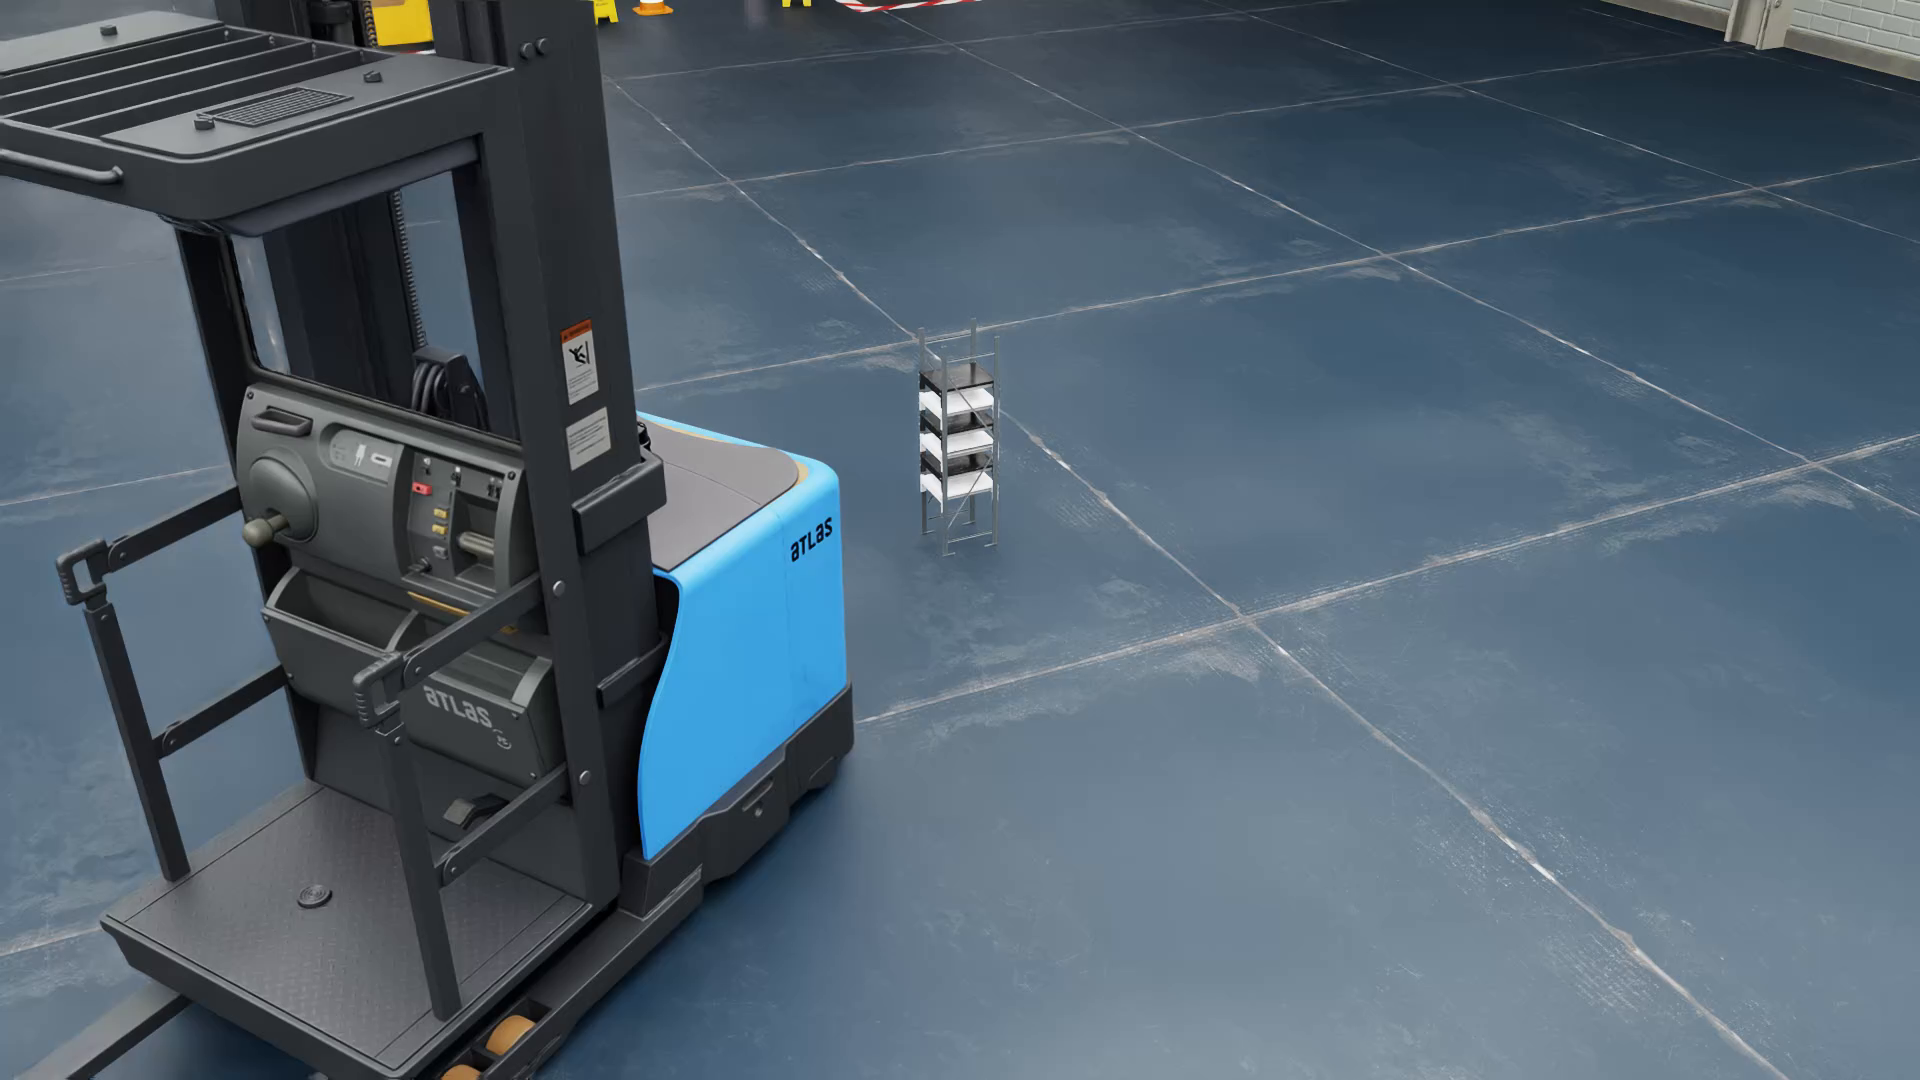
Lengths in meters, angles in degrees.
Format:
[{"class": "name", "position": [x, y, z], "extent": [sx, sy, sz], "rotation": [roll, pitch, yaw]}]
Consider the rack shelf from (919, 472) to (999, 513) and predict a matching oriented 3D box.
[{"class": "rack shelf", "position": [-0.003, -0.210, 6.641], "extent": [0.258, 0.077, 0.200], "rotation": [-13, 32, -22]}]

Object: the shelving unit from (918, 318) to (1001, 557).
[{"class": "shelving unit", "position": [-0.003, -0.396, 6.536], "extent": [0.258, 0.900, 0.210], "rotation": [-13, 32, -22]}]

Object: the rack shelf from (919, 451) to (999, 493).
[{"class": "rack shelf", "position": [-0.003, -0.289, 6.597], "extent": [0.258, 0.077, 0.200], "rotation": [-13, 32, -22]}]

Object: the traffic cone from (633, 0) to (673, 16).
[{"class": "traffic cone", "position": [-2.879, -5.162, 15.483], "extent": [0.336, 0.463, 0.334], "rotation": [-13, 32, -22]}]

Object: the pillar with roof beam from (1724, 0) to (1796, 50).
[{"class": "pillar with roof beam", "position": [3.012, -7.336, 10.632], "extent": [9.100, 9.000, 0.400], "rotation": [-13, 32, -22]}]

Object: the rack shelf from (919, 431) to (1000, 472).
[{"class": "rack shelf", "position": [-0.003, -0.367, 6.553], "extent": [0.258, 0.077, 0.200], "rotation": [-13, 32, -22]}]

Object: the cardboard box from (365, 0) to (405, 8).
[{"class": "cardboard box", "position": [-5.451, -5.191, 14.683], "extent": [0.875, 0.875, 0.875], "rotation": [-13, 32, -22]}]

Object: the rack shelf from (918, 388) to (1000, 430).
[{"class": "rack shelf", "position": [-0.003, -0.524, 6.465], "extent": [0.258, 0.077, 0.200], "rotation": [-13, 32, -22]}]

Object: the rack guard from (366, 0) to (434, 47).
[{"class": "rack guard", "position": [-5.090, -4.548, 14.349], "extent": [1.175, 0.500, 0.348], "rotation": [-13, 32, -22]}]

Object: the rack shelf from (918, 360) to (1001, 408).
[{"class": "rack shelf", "position": [-0.003, -0.603, 6.421], "extent": [0.258, 0.077, 0.200], "rotation": [-13, 32, -22]}]

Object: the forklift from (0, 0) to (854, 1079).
[{"class": "forklift", "position": [-1.522, -0.063, 3.866], "extent": [1.130, 2.935, 3.031], "rotation": [16, 33, 26]}]

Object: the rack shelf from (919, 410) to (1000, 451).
[{"class": "rack shelf", "position": [-0.003, -0.446, 6.509], "extent": [0.258, 0.077, 0.200], "rotation": [-13, 32, -22]}]

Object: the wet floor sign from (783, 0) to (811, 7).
[{"class": "wet floor sign", "position": [-1.557, -5.397, 15.715], "extent": [0.267, 0.644, 0.232], "rotation": [-3, 29, -5]}]

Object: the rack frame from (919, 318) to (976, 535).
[{"class": "rack frame", "position": [-0.047, -0.441, 6.616], "extent": [0.240, 0.900, 0.006], "rotation": [-13, 32, -22]}]

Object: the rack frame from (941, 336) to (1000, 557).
[{"class": "rack frame", "position": [0.040, -0.351, 6.456], "extent": [0.240, 0.900, 0.006], "rotation": [-13, 32, -22]}]

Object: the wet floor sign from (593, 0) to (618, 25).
[{"class": "wet floor sign", "position": [-3.299, -5.025, 15.051], "extent": [0.267, 0.644, 0.232], "rotation": [-19, 35, -30]}]
